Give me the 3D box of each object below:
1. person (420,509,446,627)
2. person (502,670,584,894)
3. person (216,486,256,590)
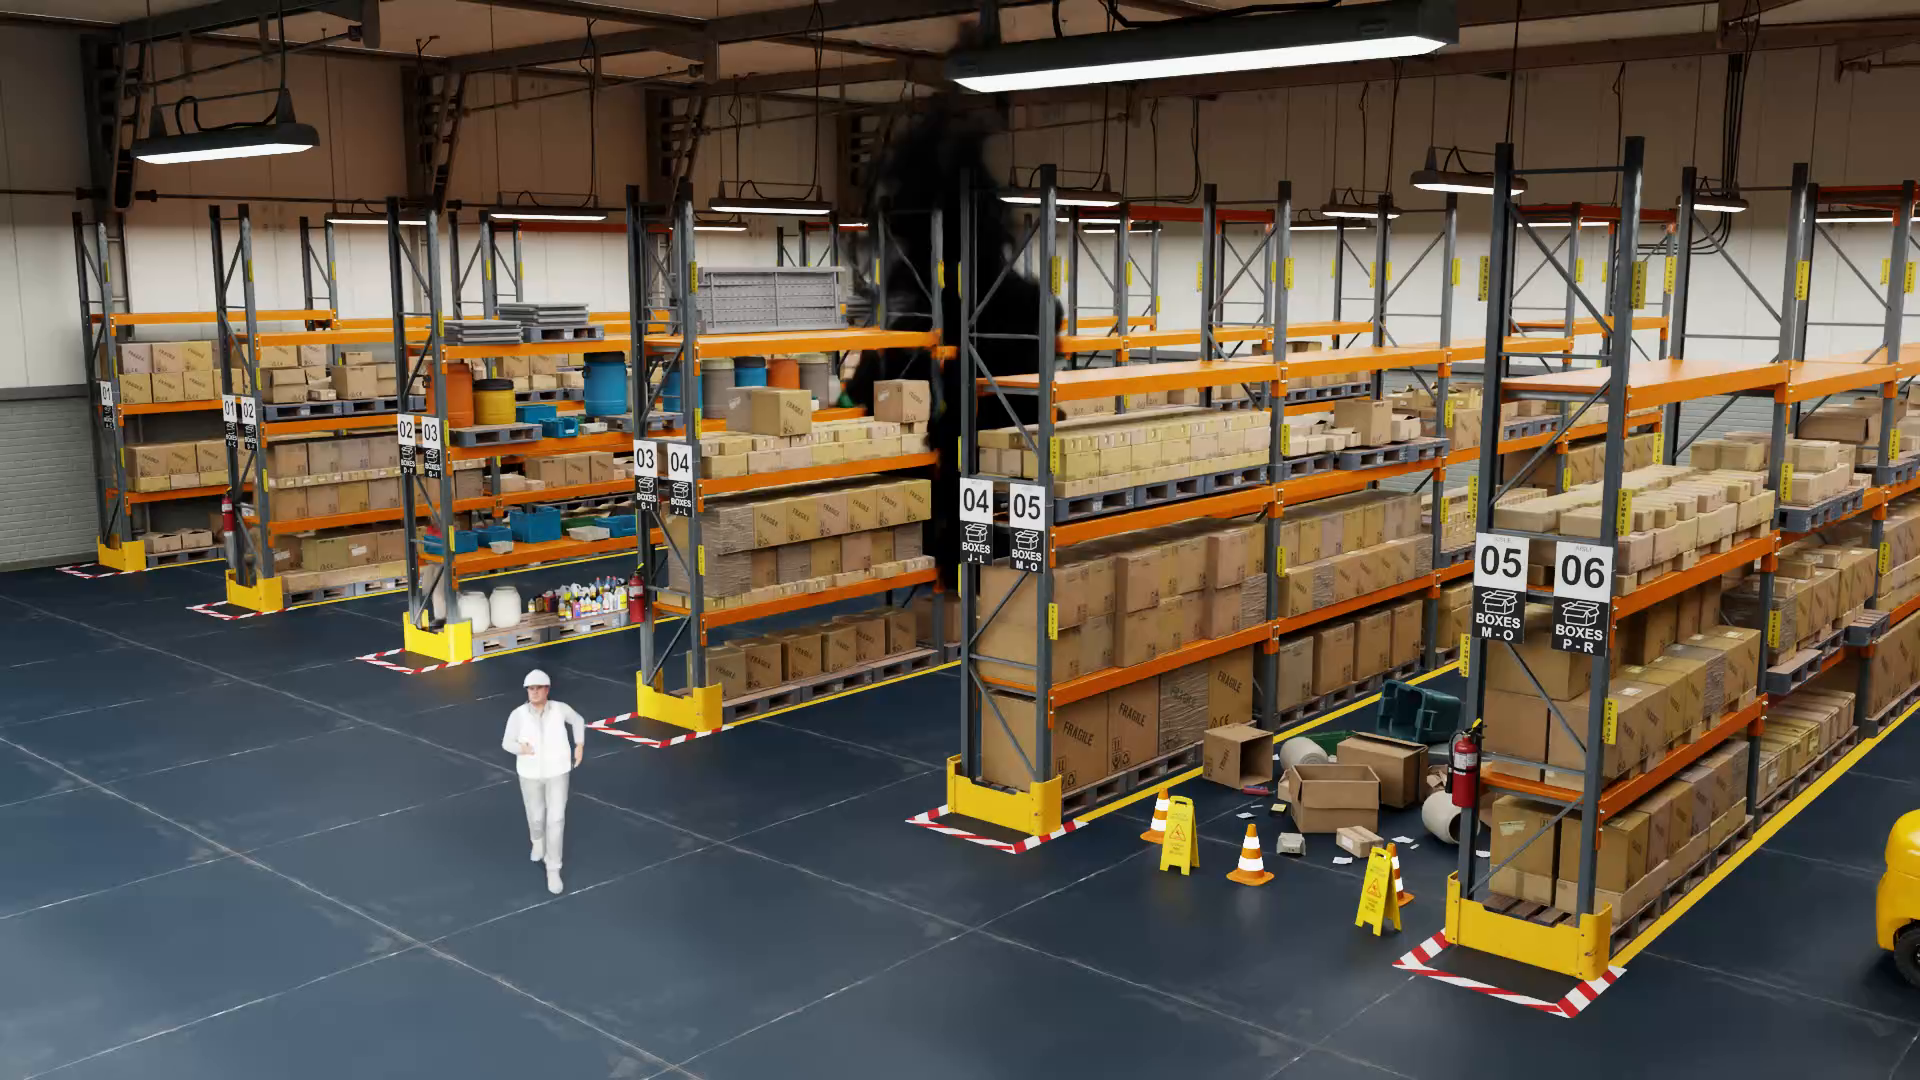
[{"bbox_3d":[-7.457,0.382,23.903,0.679,1.678,0.619,5,11,29],"label":"person"},{"bbox_3d":[-3.511,1.977,14.036,0.662,1.774,0.962,-2,10,-9],"label":"person"},{"bbox_3d":[-11.564,-0.059,26.709,0.553,1.686,0.715,5,11,27],"label":"person"}]
